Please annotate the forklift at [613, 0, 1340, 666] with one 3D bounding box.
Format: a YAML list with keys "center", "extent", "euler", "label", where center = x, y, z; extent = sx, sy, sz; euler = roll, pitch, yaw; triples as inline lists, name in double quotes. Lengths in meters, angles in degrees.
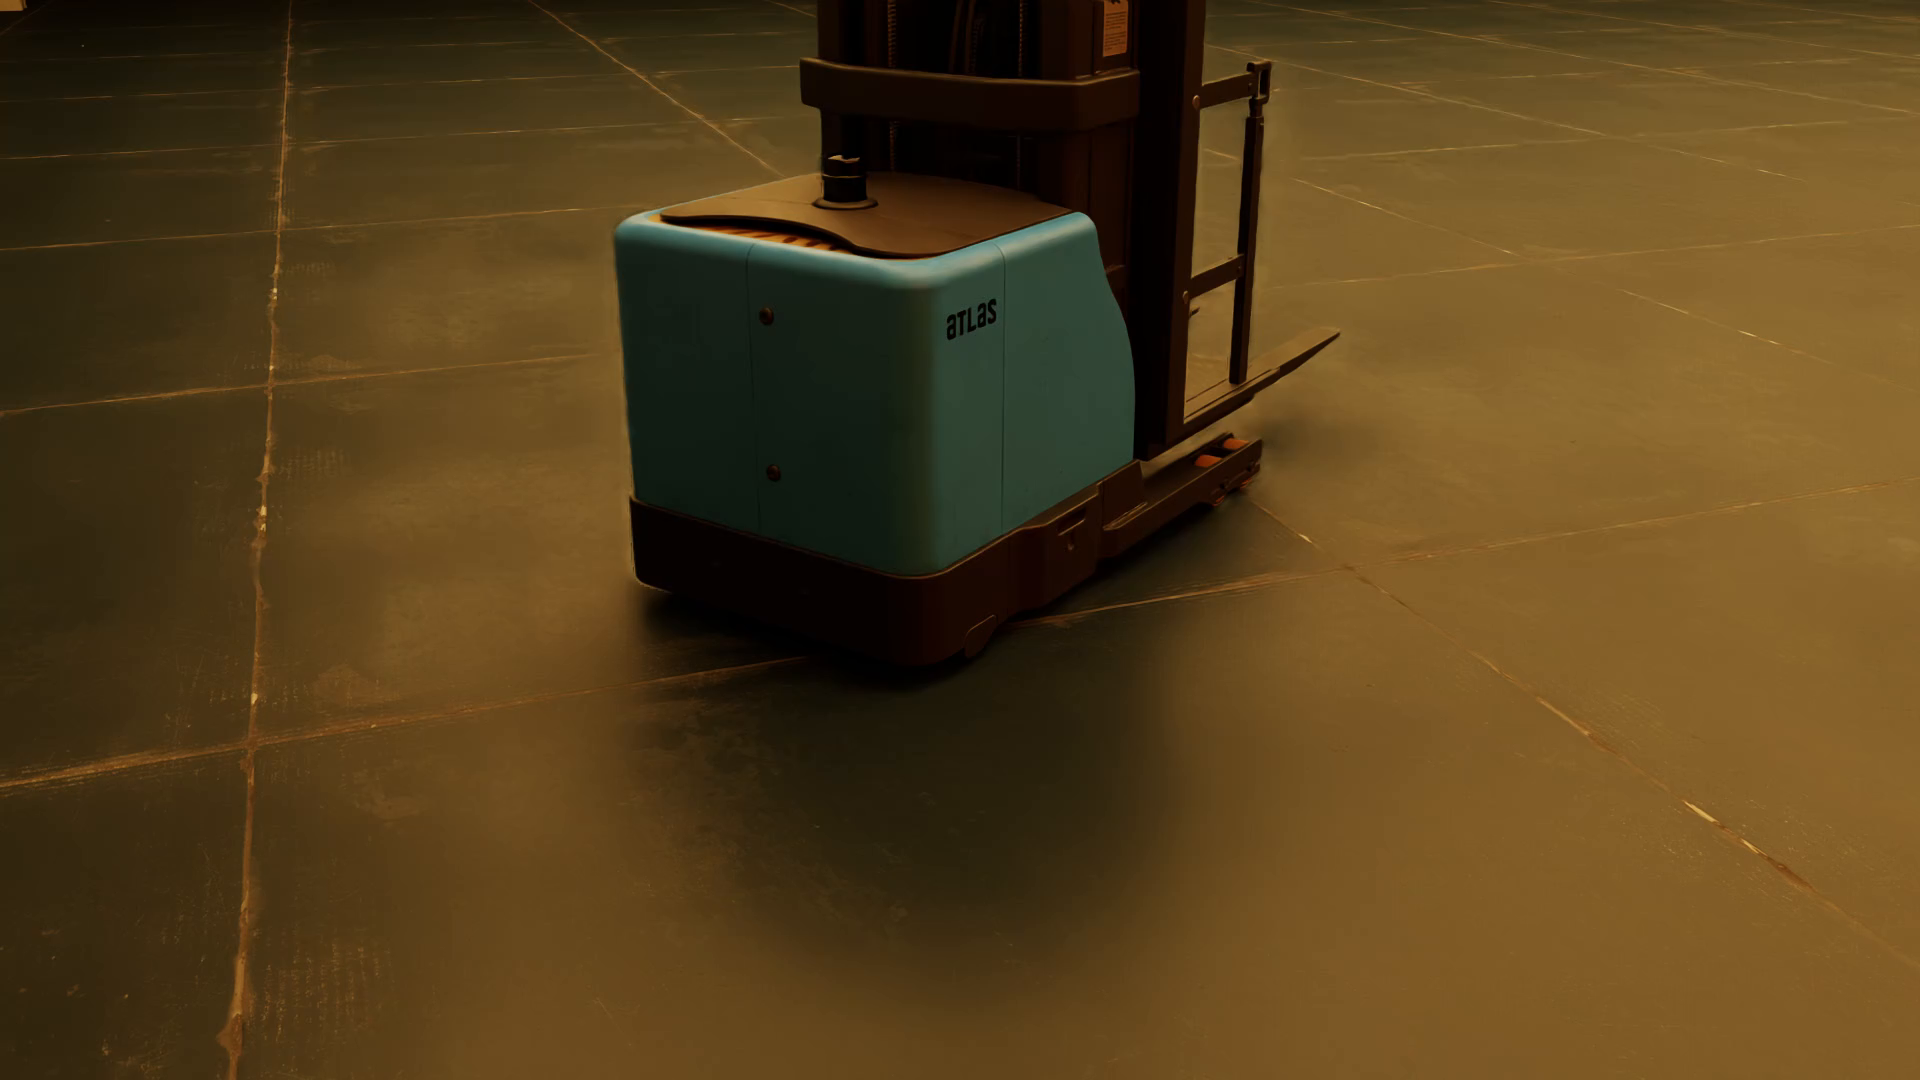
- center: [0.338, -1.552, 4.990]
  extent: [1.130, 2.935, 3.031]
  euler: [15, 27, 32]
  label: "forklift"
